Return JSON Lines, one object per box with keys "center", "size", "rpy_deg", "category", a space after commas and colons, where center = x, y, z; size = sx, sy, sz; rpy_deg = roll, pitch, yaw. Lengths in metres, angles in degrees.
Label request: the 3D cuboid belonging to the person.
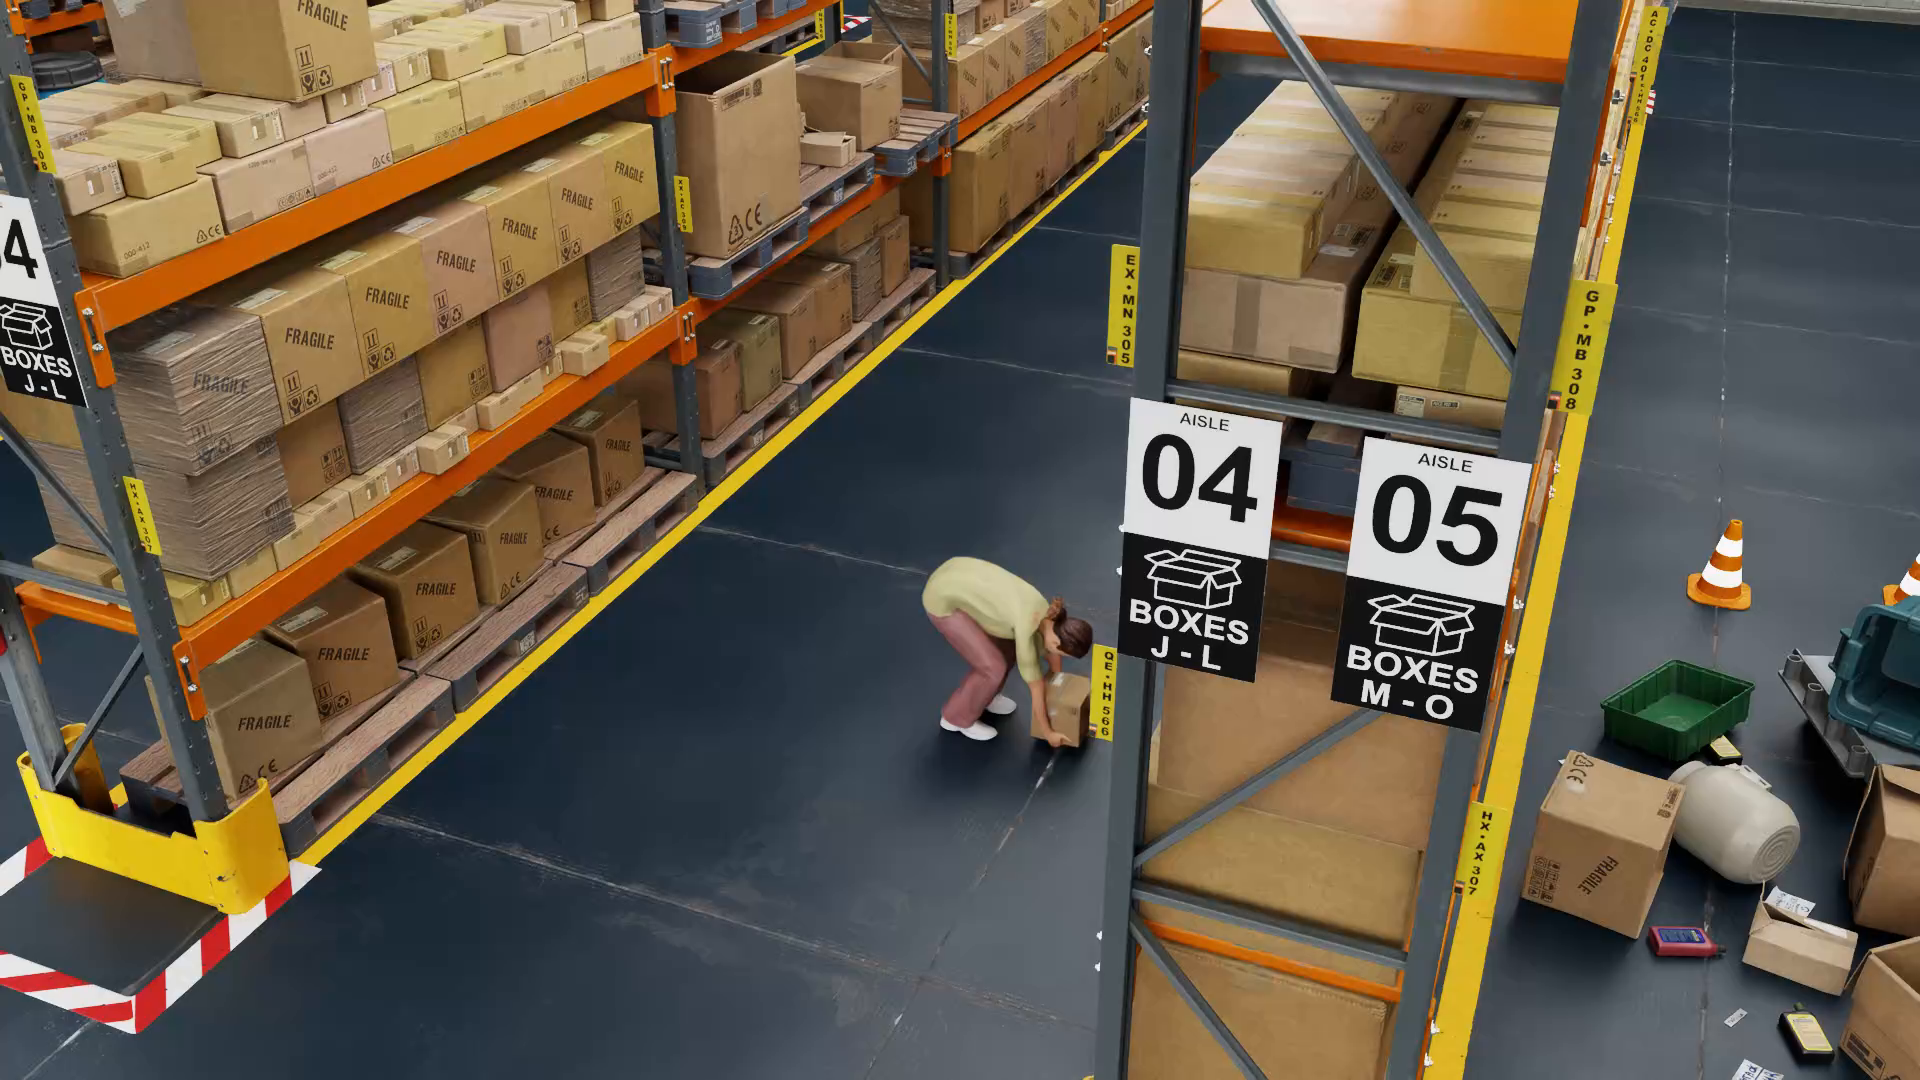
{"center": [0.240, 0.550, 8.204], "size": [0.849, 0.906, 0.468], "rpy_deg": [10, 31, 17], "category": "person"}
